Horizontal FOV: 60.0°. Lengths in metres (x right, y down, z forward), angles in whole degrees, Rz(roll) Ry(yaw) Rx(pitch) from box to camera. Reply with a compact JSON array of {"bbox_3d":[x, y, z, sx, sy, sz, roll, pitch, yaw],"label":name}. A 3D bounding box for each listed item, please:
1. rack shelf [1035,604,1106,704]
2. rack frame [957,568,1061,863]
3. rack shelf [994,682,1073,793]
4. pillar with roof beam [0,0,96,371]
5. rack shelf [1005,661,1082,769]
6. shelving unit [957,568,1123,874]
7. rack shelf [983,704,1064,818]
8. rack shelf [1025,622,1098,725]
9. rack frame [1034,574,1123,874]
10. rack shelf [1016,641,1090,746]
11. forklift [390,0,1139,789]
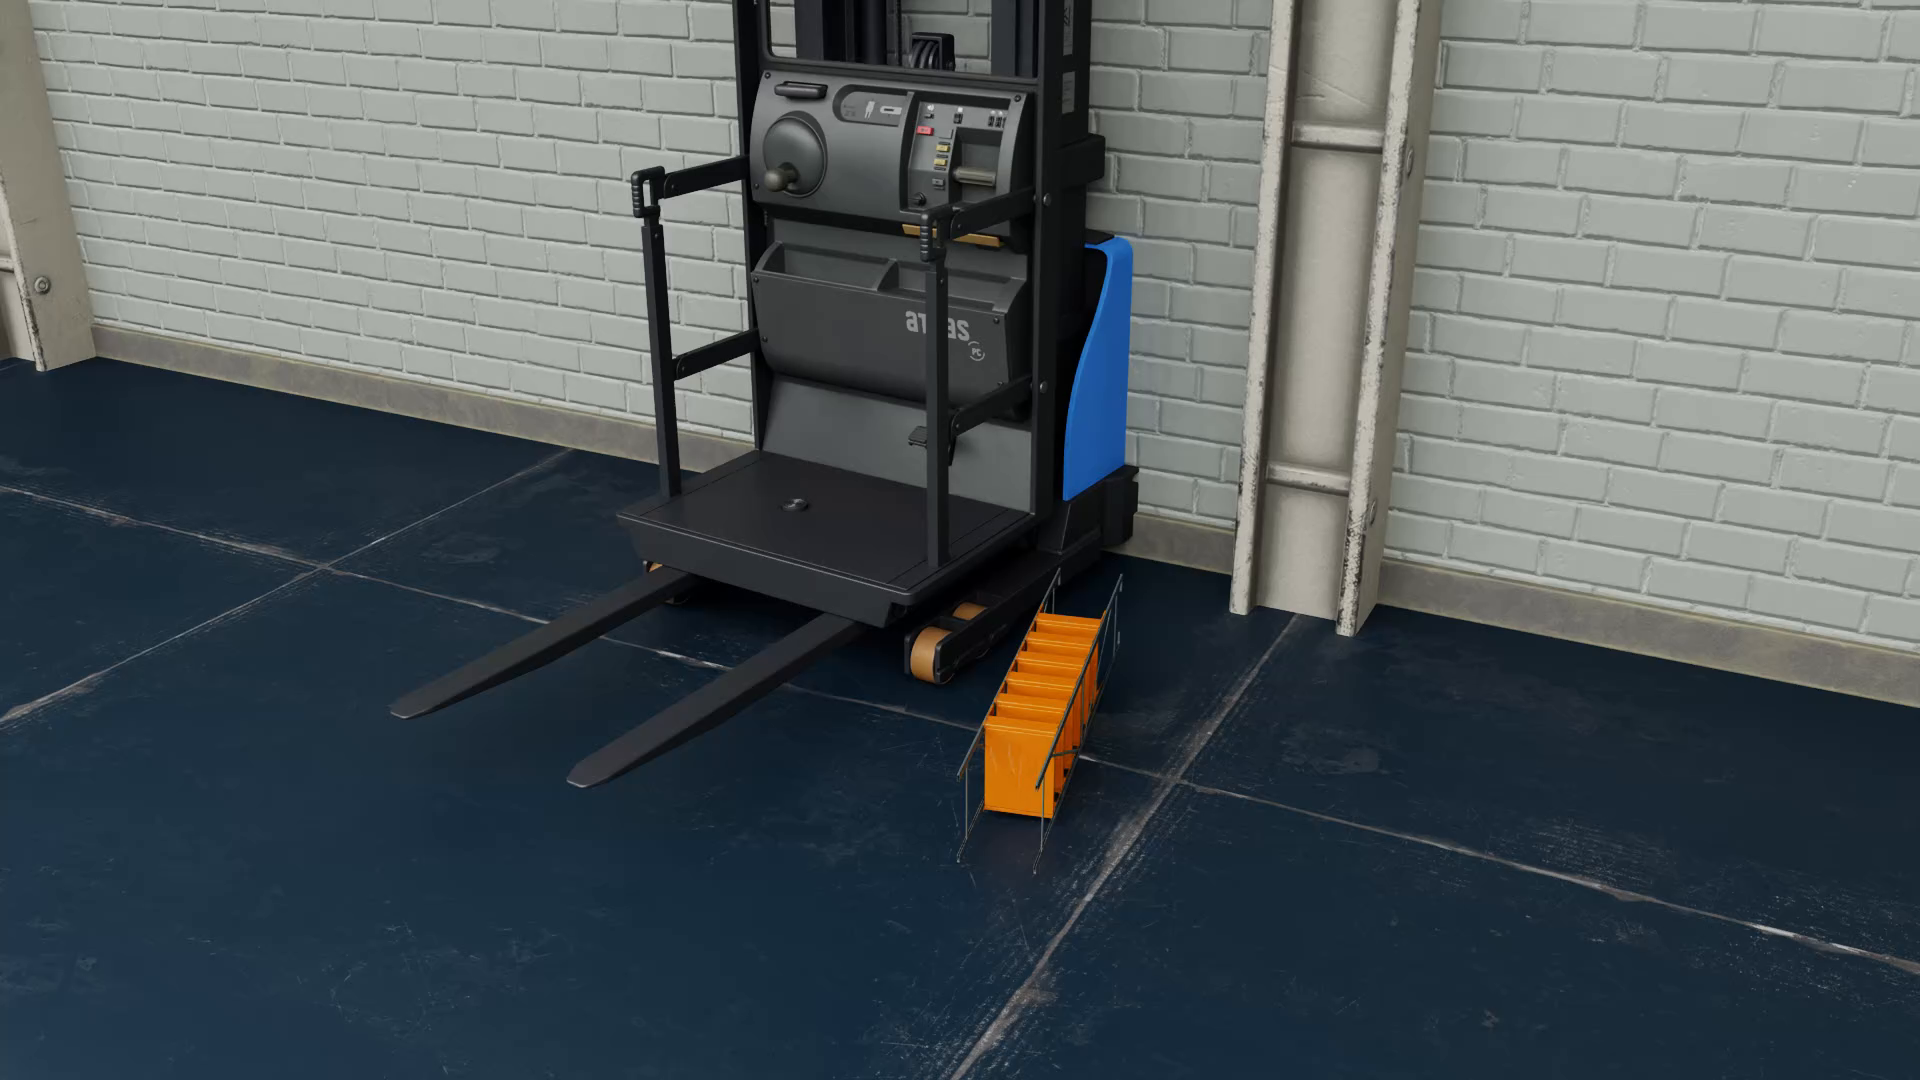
[{"bbox_3d":[0.304,0.320,4.622,0.180,0.258,0.103,6,24,13],"label":"rack shelf"},{"bbox_3d":[0.145,0.419,4.389,0.006,0.240,1.200,6,24,13],"label":"rack frame"},{"bbox_3d":[0.185,0.502,4.194,0.180,0.258,0.103,6,24,13],"label":"rack shelf"},{"bbox_3d":[-6.207,-3.491,2.459,0.400,9.000,9.100,11,25,25],"label":"pillar with roof beam"},{"bbox_3d":[0.214,0.456,4.301,0.180,0.258,0.103,6,24,13],"label":"rack shelf"},{"bbox_3d":[0.233,0.428,4.368,0.189,0.258,1.200,6,24,13],"label":"shelving unit"},{"bbox_3d":[0.155,0.547,4.087,0.180,0.258,0.103,6,24,13],"label":"rack shelf"},{"bbox_3d":[0.274,0.365,4.515,0.180,0.258,0.103,6,24,13],"label":"rack shelf"},{"bbox_3d":[0.322,0.436,4.348,0.006,0.240,1.200,6,24,13],"label":"rack frame"},{"bbox_3d":[0.244,0.411,4.408,0.180,0.258,0.103,6,24,13],"label":"rack shelf"},{"bbox_3d":[-0.337,-1.142,4.690,1.130,2.935,3.031,14,27,30],"label":"forklift"}]
